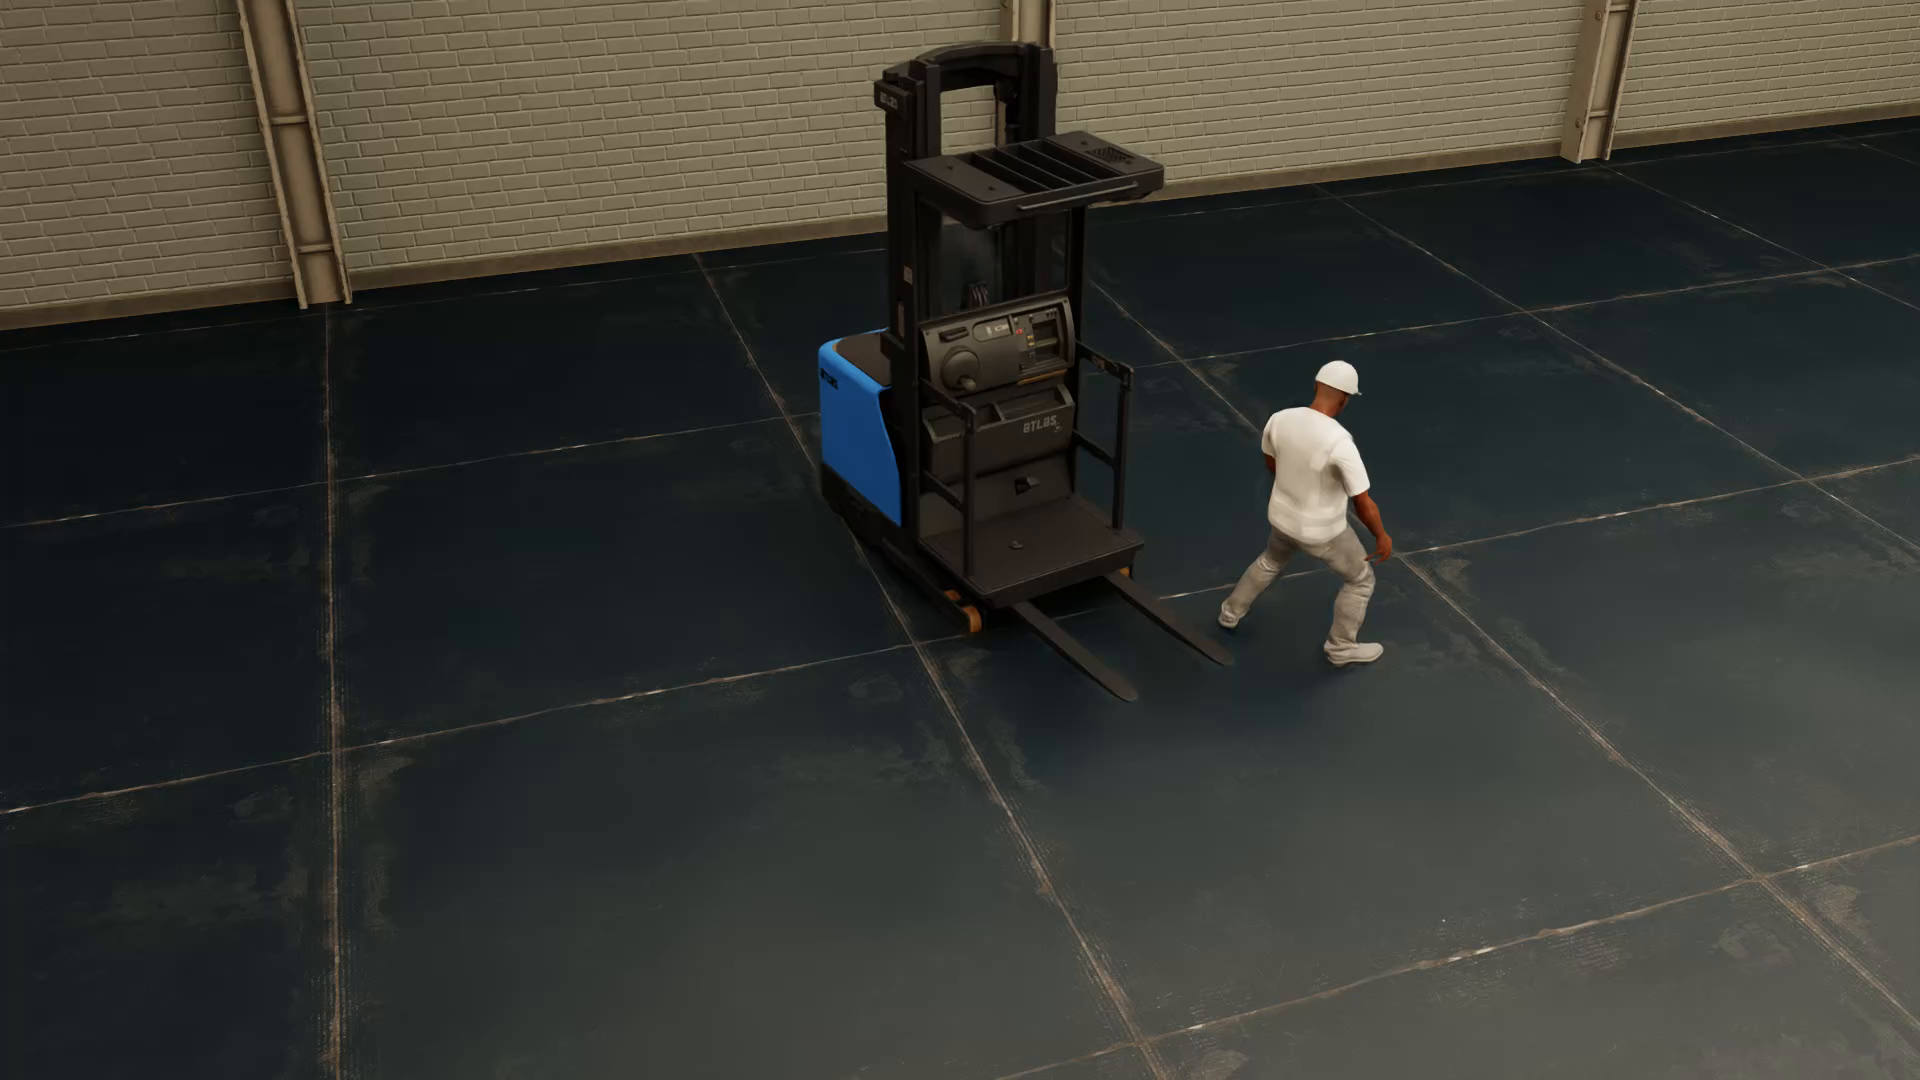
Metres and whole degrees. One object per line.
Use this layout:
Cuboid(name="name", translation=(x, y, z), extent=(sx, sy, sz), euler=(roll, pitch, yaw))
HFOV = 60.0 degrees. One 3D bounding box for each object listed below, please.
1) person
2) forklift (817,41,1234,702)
Cuboid(name="person", translation=(1.844, -0.171, 8.649), extent=(0.547, 1.680, 0.972), euler=(-19, 35, -29))
Cuboid(name="forklift", translation=(0.329, -1.012, 8.846), extent=(1.130, 2.935, 3.031), euler=(-17, 34, -27))
